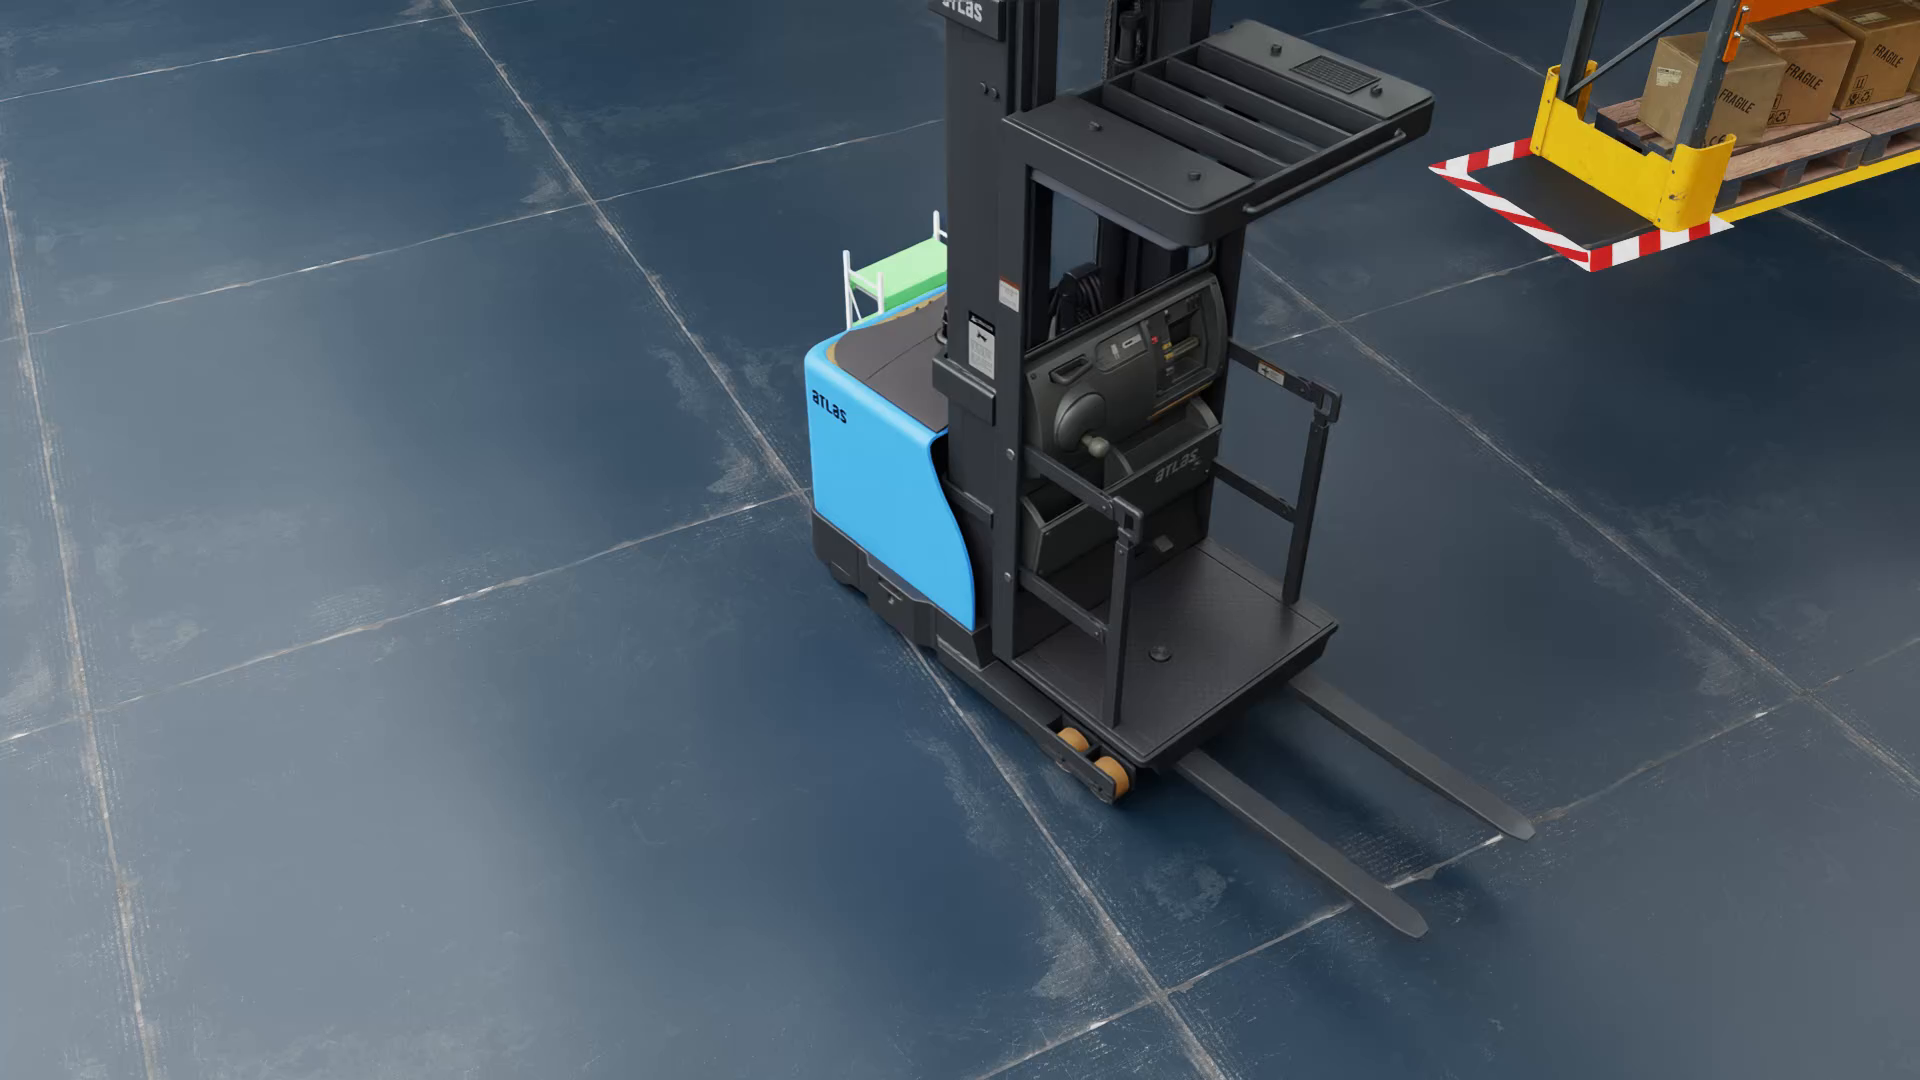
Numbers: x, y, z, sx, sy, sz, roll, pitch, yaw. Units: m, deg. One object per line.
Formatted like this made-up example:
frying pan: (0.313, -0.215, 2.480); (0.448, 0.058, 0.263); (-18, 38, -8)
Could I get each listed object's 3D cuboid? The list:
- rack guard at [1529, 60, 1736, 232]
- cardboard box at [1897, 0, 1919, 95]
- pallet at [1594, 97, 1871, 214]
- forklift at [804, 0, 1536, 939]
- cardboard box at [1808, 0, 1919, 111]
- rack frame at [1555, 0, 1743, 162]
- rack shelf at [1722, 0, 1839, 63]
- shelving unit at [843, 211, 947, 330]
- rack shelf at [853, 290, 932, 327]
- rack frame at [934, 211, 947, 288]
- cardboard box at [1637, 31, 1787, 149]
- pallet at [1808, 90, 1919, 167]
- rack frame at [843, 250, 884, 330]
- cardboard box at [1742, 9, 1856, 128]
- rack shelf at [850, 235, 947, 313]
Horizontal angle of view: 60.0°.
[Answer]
rack guard: (3.837, -2.280, 9.557); (0.348, 0.500, 1.175); (-19, 44, -21)
cardboard box: (5.925, -3.109, 10.211); (0.500, 0.500, 0.500); (-22, 45, -24)
pallet: (4.574, -2.392, 9.913); (1.213, 0.211, 1.003); (-19, 44, -21)
forklift: (0.729, -0.532, 5.610); (1.130, 2.935, 3.031); (-30, 49, -30)
cardboard box: (5.409, -2.969, 10.045); (0.500, 0.500, 0.500); (-15, 42, -17)
rack frame: (3.769, -3.212, 8.722); (0.127, 3.000, 1.000); (-19, 44, -21)
rack shelf: (5.543, -3.534, 9.660); (4.000, 0.370, 1.077); (-19, 44, -21)
shelving unit: (-0.209, -0.770, 7.230); (0.503, 1.200, 0.258); (-30, 49, -30)
rack shelf: (-0.209, -0.904, 7.117); (0.480, 0.148, 0.258); (-30, 49, -30)
rack frame: (-0.027, -0.874, 7.354); (0.015, 1.200, 0.240); (-30, 49, -30)
cardboard box: (4.331, -2.594, 9.603); (0.500, 0.500, 0.500); (-11, 41, -13)
pallet: (5.654, -2.754, 10.340); (1.213, 0.211, 1.003); (-19, 44, -21)
rack frame: (-0.392, -0.665, 7.107); (0.015, 1.200, 0.240); (-30, 49, -30)
cardboard box: (4.845, -2.793, 9.837); (0.500, 0.500, 0.500); (-8, 41, -9)
rack shelf: (-0.209, -1.087, 6.962); (0.480, 0.148, 0.258); (-30, 49, -30)
